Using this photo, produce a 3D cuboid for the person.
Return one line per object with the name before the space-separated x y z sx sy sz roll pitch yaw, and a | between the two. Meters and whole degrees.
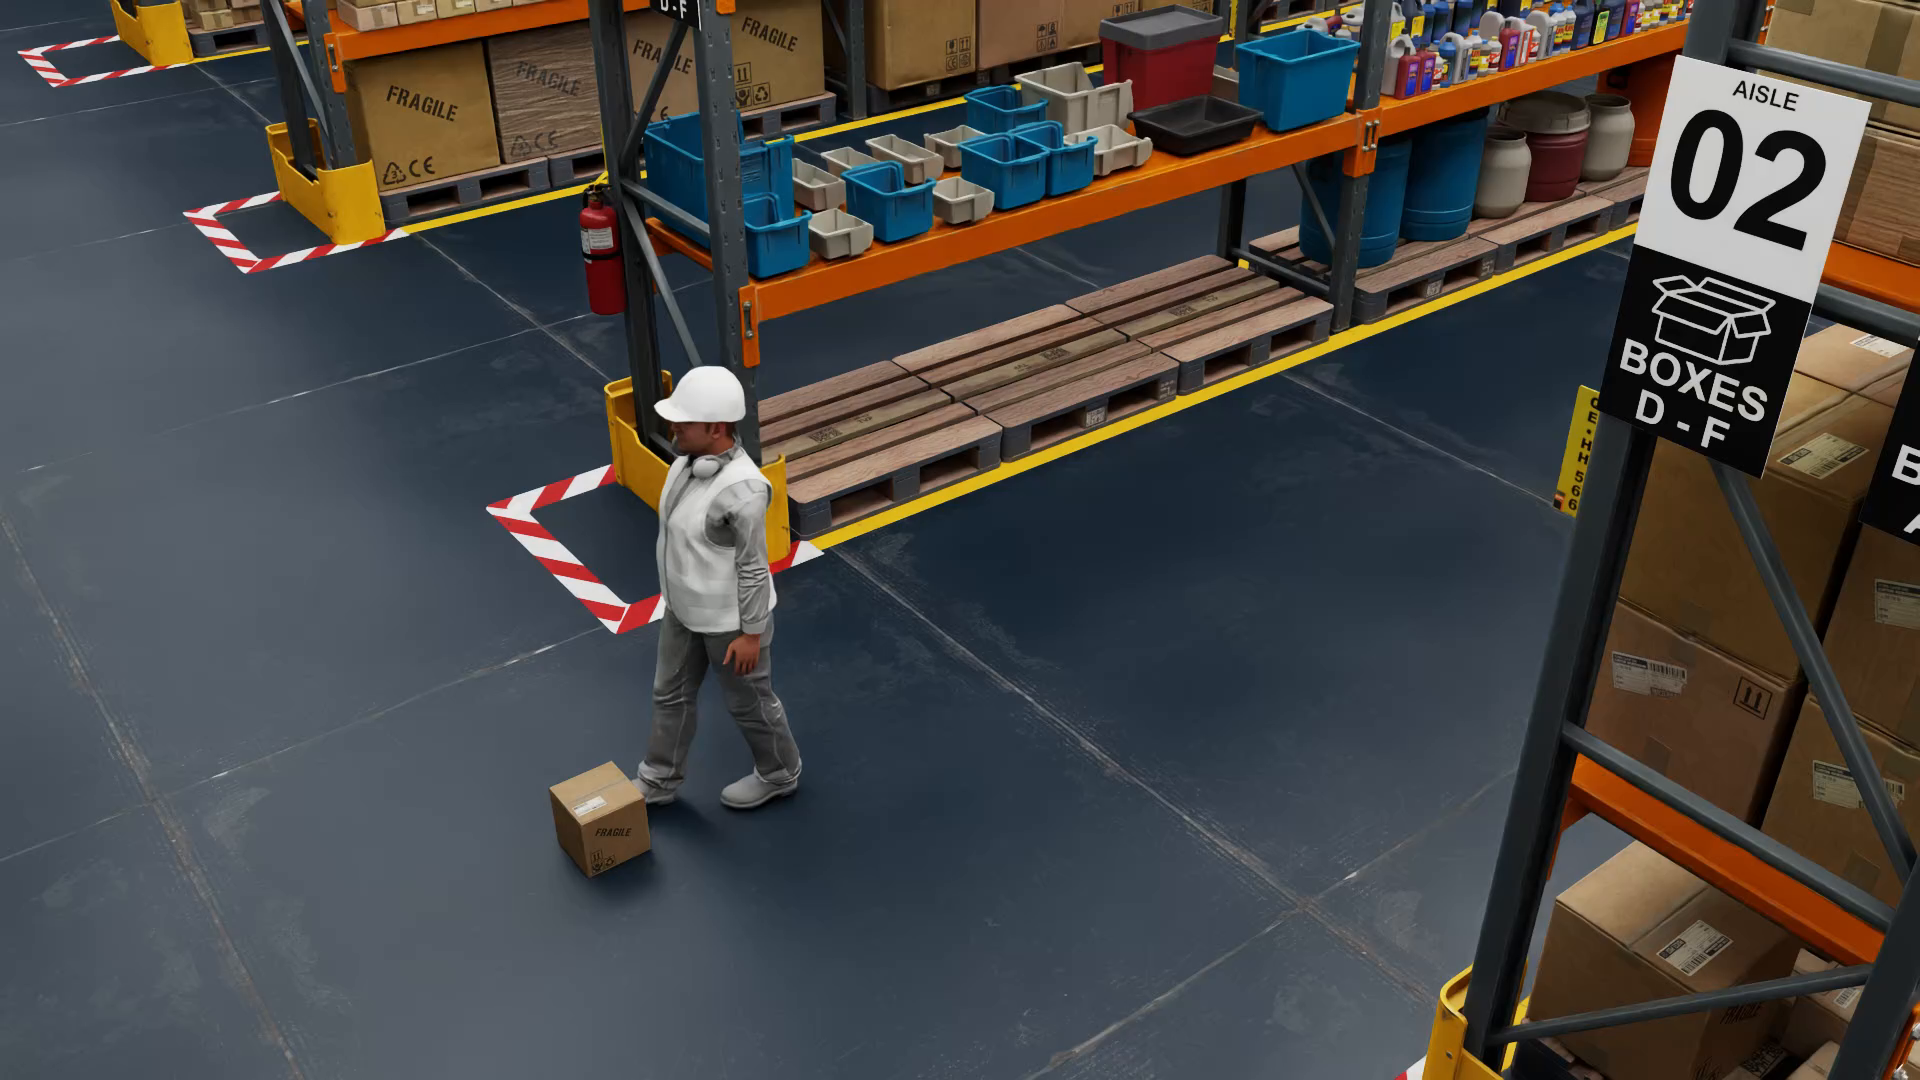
person | -0.939 0.246 5.710 0.735 1.759 0.556 -19 37 -27
